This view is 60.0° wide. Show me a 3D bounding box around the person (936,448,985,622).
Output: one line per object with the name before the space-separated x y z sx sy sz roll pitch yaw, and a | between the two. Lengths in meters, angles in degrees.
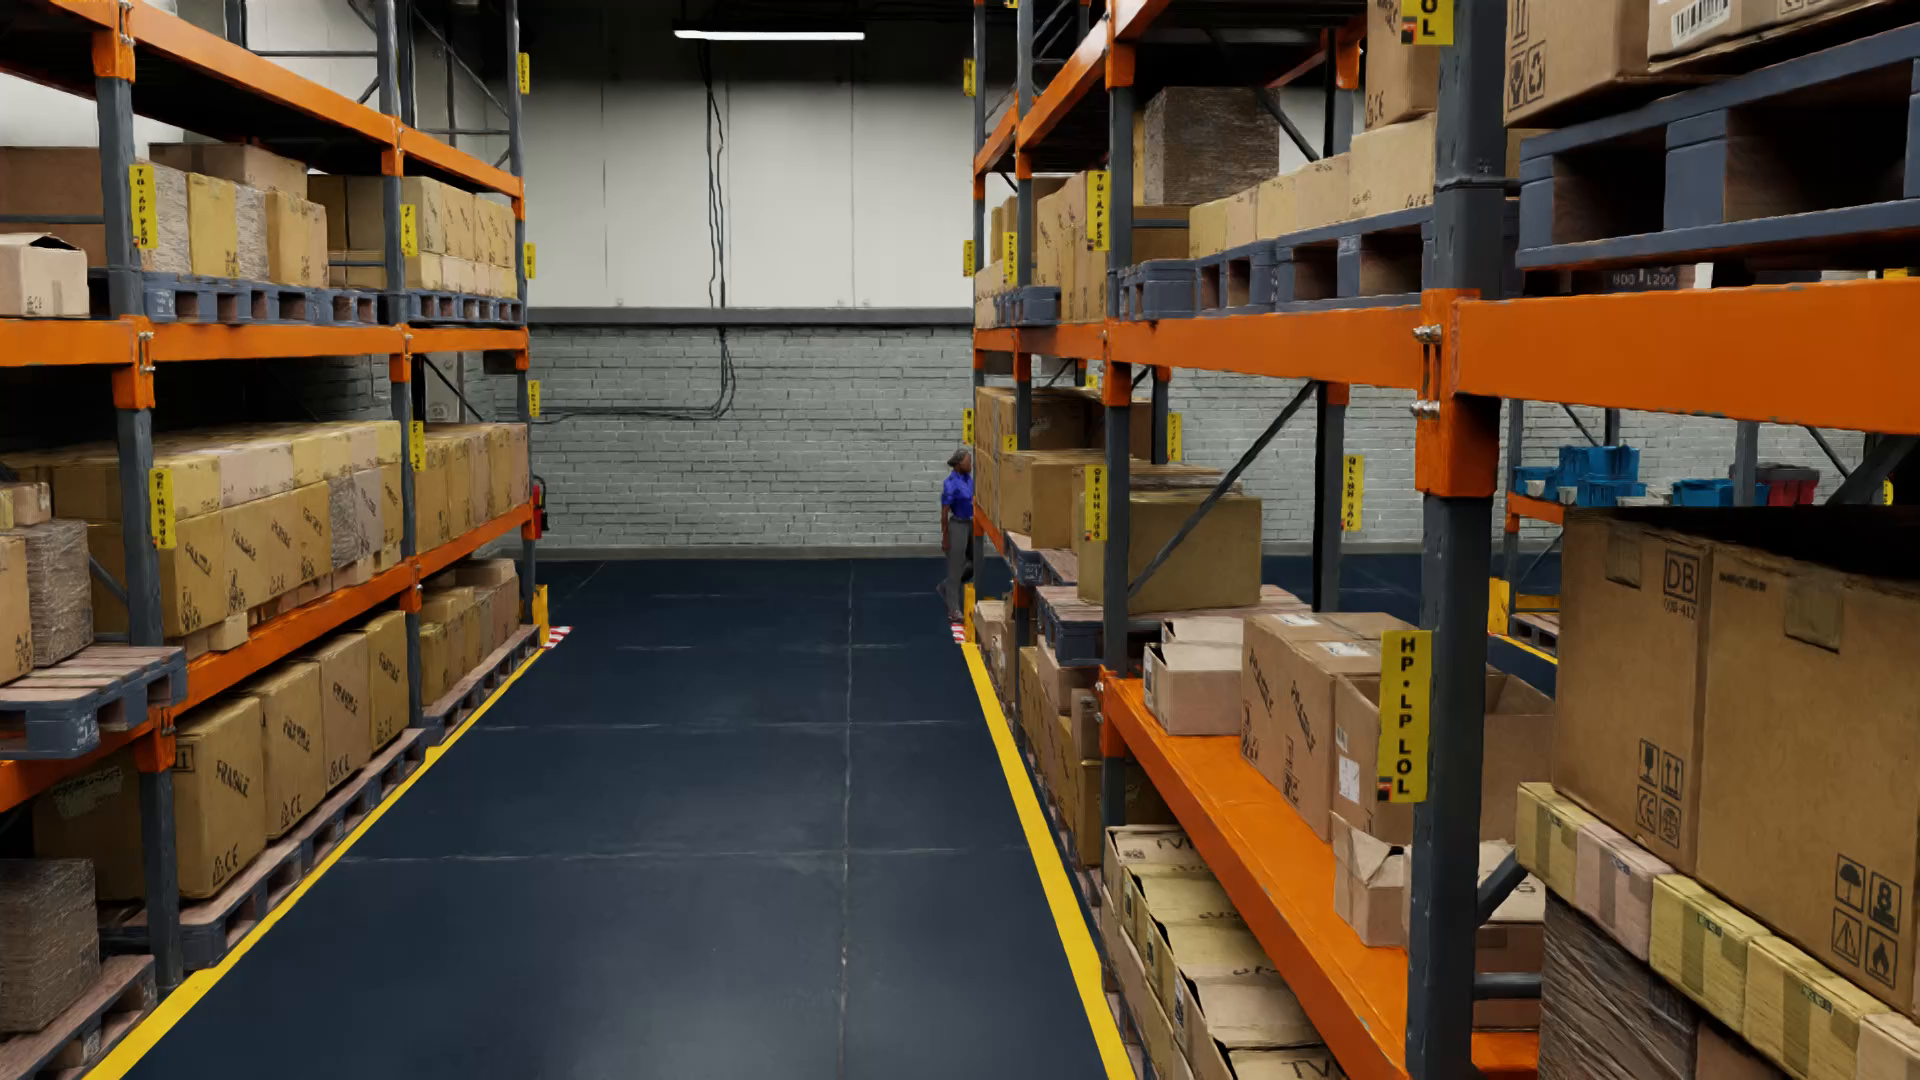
person | -0.047 -0.072 16.228 0.567 1.653 0.608 4 8 28
